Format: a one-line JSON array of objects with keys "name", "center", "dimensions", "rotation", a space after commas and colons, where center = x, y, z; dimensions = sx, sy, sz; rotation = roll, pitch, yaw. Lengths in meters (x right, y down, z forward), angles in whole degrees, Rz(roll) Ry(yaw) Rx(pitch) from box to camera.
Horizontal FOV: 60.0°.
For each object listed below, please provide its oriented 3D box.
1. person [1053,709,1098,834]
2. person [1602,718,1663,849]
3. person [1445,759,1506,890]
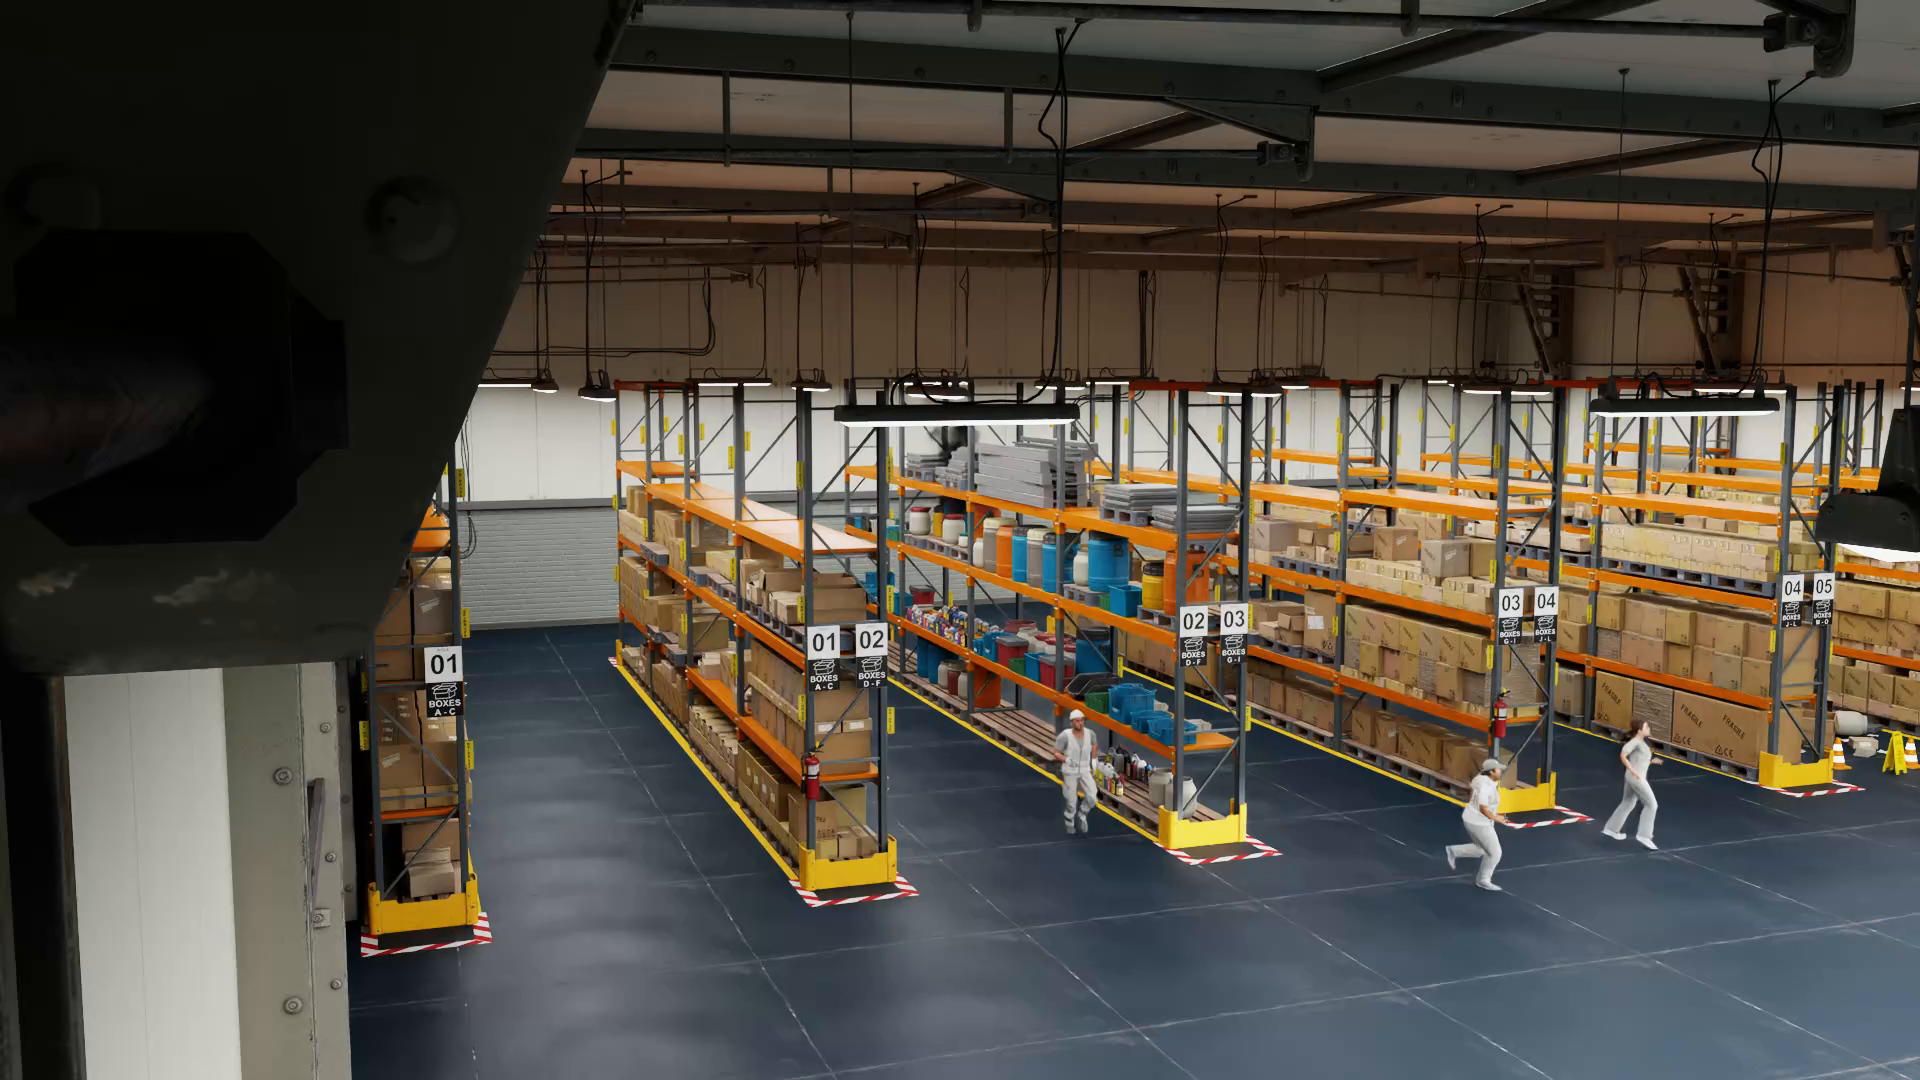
[{"name": "person", "center": [1.583, 3.117, 22.221], "dimensions": [0.676, 1.736, 0.712], "rotation": [-1, 6, -14]}, {"name": "person", "center": [8.868, 3.190, 21.906], "dimensions": [0.707, 1.714, 0.555], "rotation": [2, 6, 21]}, {"name": "person", "center": [6.233, 3.433, 20.092], "dimensions": [0.671, 1.632, 0.636], "rotation": [1, 6, 8]}]
